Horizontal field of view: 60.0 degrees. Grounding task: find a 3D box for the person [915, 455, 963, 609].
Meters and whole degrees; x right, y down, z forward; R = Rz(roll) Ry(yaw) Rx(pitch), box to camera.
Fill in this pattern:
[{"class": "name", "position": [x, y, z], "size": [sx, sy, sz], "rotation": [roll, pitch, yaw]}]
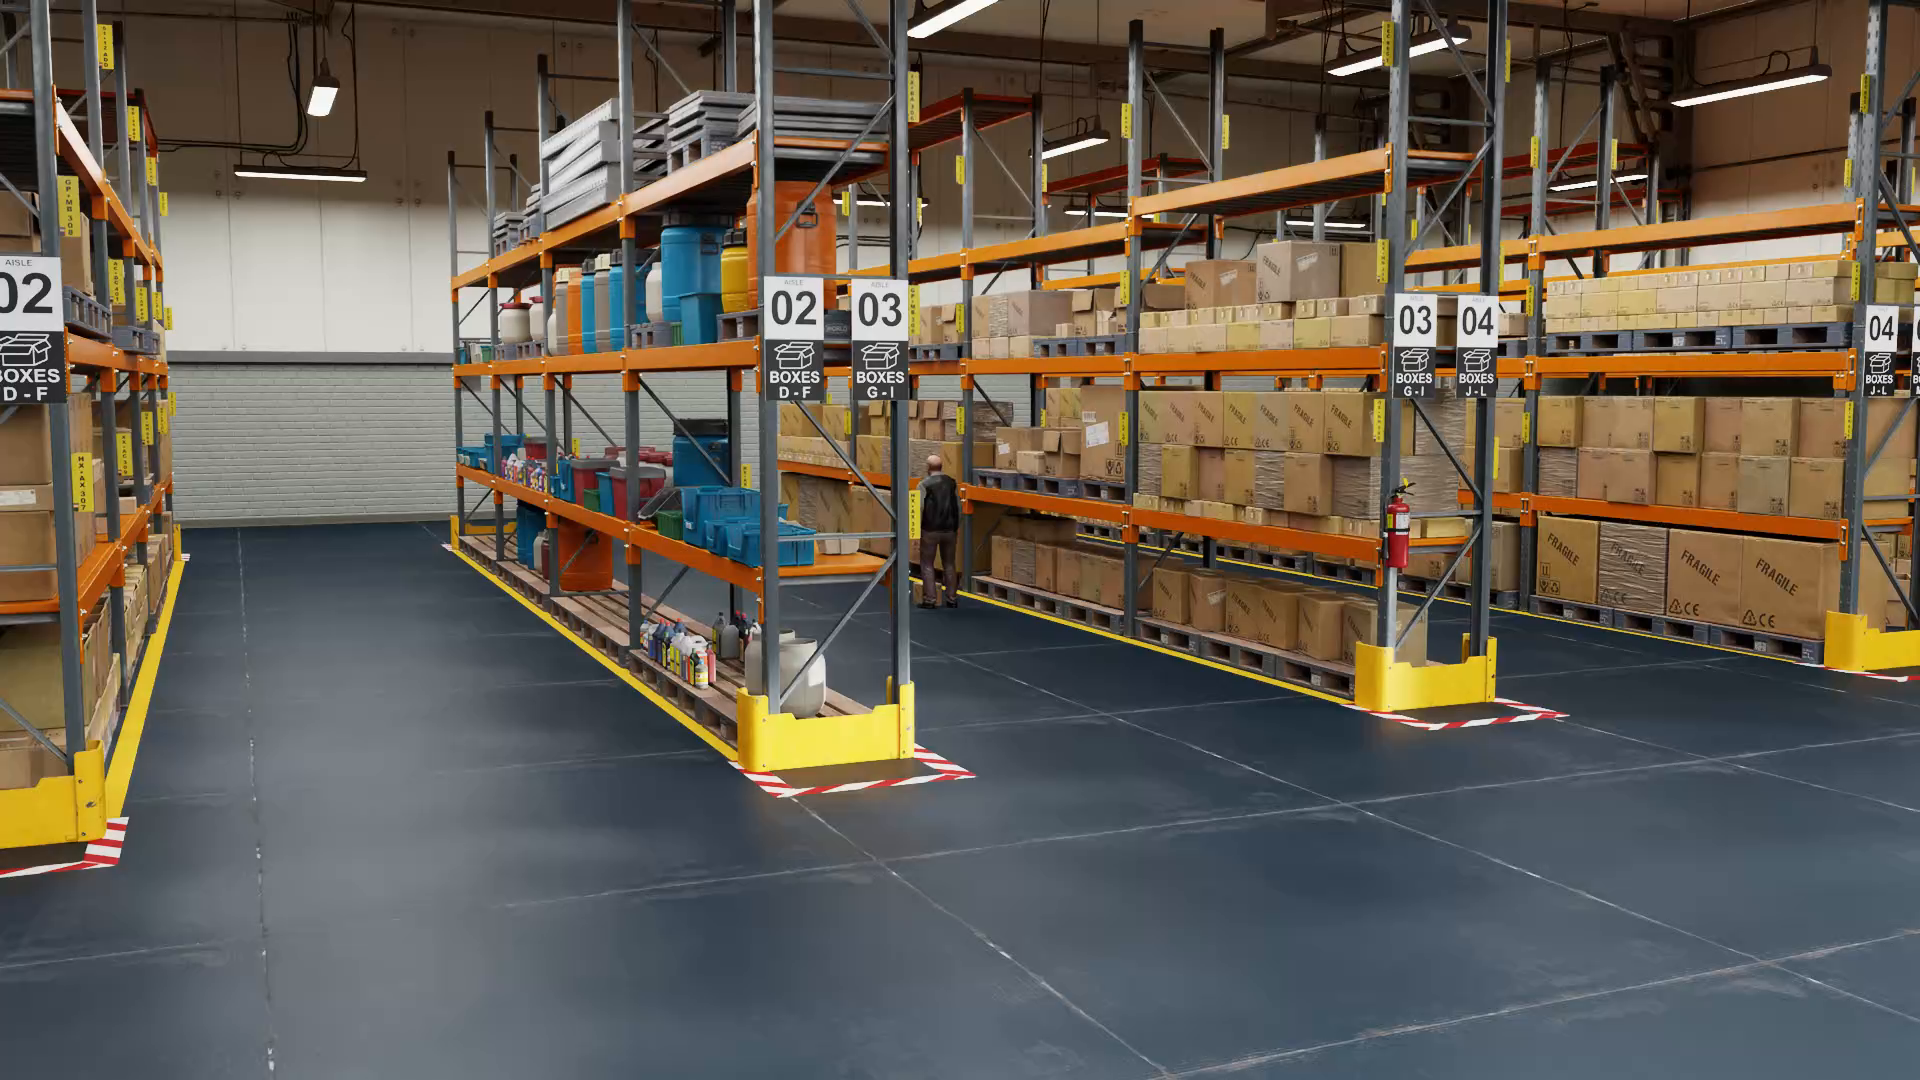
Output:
[{"class": "person", "position": [-0.243, -0.090, 18.698], "size": [0.579, 1.720, 0.420], "rotation": [-2, 6, -24]}]
